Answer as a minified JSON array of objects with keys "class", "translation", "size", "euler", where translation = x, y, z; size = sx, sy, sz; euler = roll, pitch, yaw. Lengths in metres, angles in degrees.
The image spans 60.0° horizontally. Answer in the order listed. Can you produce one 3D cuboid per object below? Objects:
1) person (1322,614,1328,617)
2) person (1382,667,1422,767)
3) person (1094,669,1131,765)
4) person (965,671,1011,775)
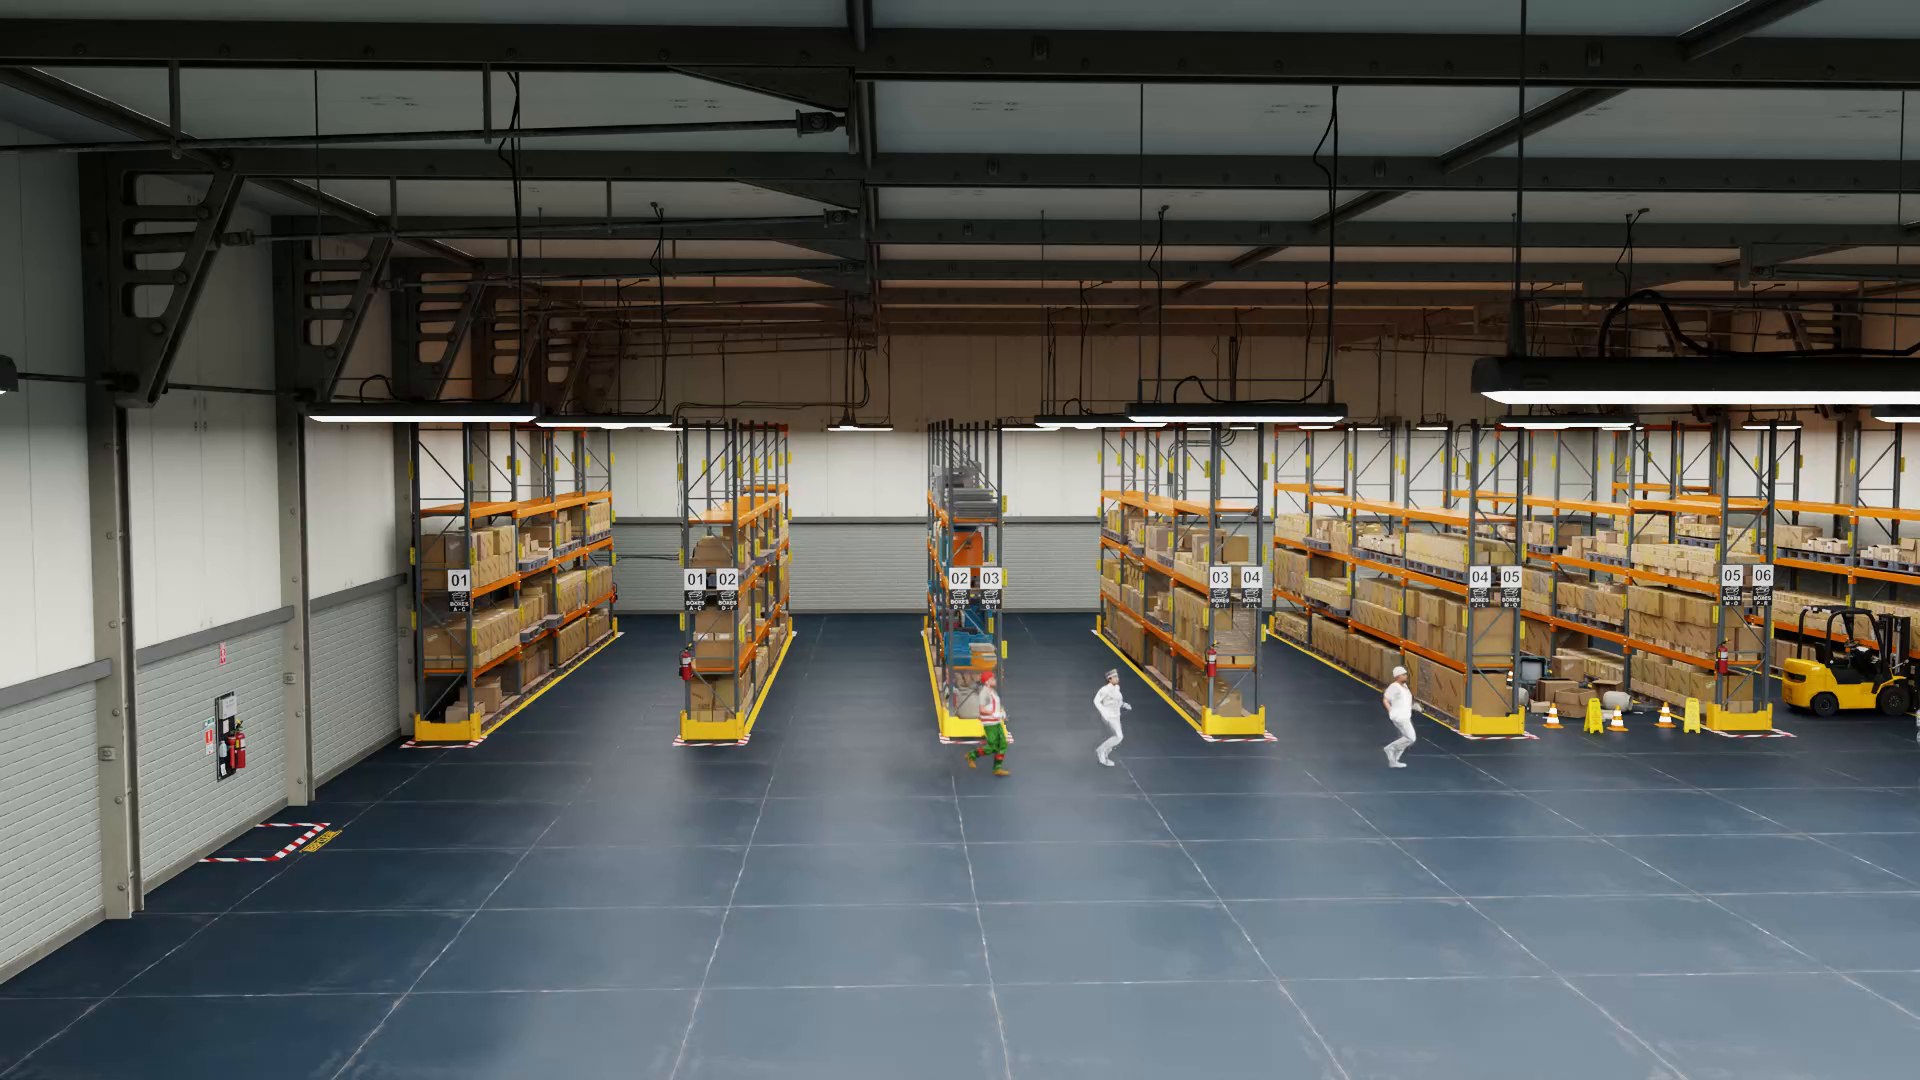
[{"class":"person","translation":[10.745,1.791,48.326],"size":[0.699,1.777,0.663],"euler":[-2,4,-31]},{"class":"person","translation":[7.564,3.033,28.375],"size":[0.582,1.738,0.678],"euler":[2,4,30]},{"class":"person","translation":[2.669,3.052,28.682],"size":[0.542,1.666,0.598],"euler":[2,4,32]},{"class":"person","translation":[0.480,3.067,27.841],"size":[0.761,1.745,0.663],"euler":[1,4,18]}]
